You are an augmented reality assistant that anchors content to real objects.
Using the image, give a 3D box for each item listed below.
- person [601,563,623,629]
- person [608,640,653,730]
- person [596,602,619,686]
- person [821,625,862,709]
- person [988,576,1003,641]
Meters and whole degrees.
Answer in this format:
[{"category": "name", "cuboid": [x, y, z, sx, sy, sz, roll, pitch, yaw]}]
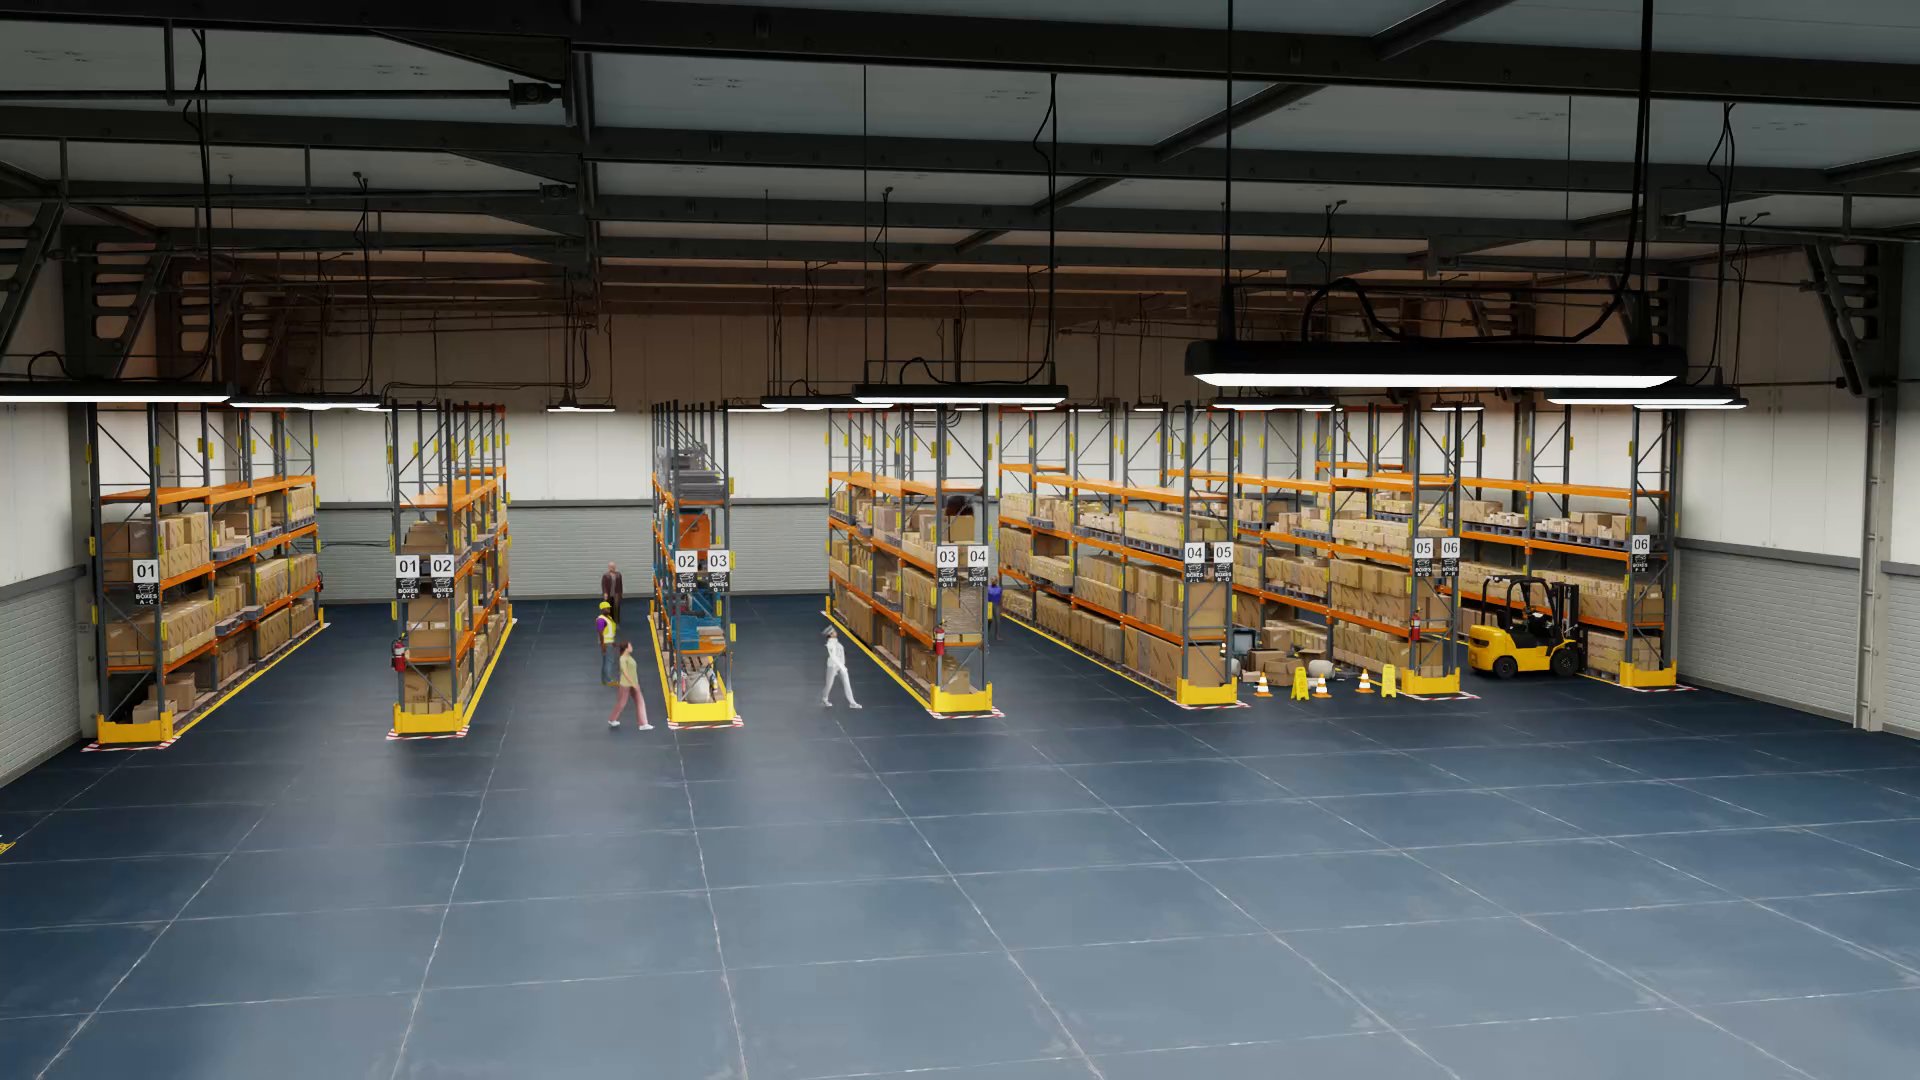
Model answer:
[{"category": "person", "cuboid": [-9.324, 1.470, 44.522, 0.556, 1.729, 1.048, 0, 4, -6]}, {"category": "person", "cuboid": [-6.017, 2.633, 30.212, 1.005, 1.625, 0.414, 3, 5, 38]}, {"category": "person", "cuboid": [-7.440, 2.188, 35.211, 0.488, 1.765, 0.592, -1, 4, -10]}, {"category": "person", "cuboid": [-2.369, 2.455, 32.224, 0.463, 1.626, 1.023, -4, 6, -42]}, {"category": "person", "cuboid": [0.867, 1.729, 42.319, 0.501, 1.611, 0.928, -1, 4, -7]}]
